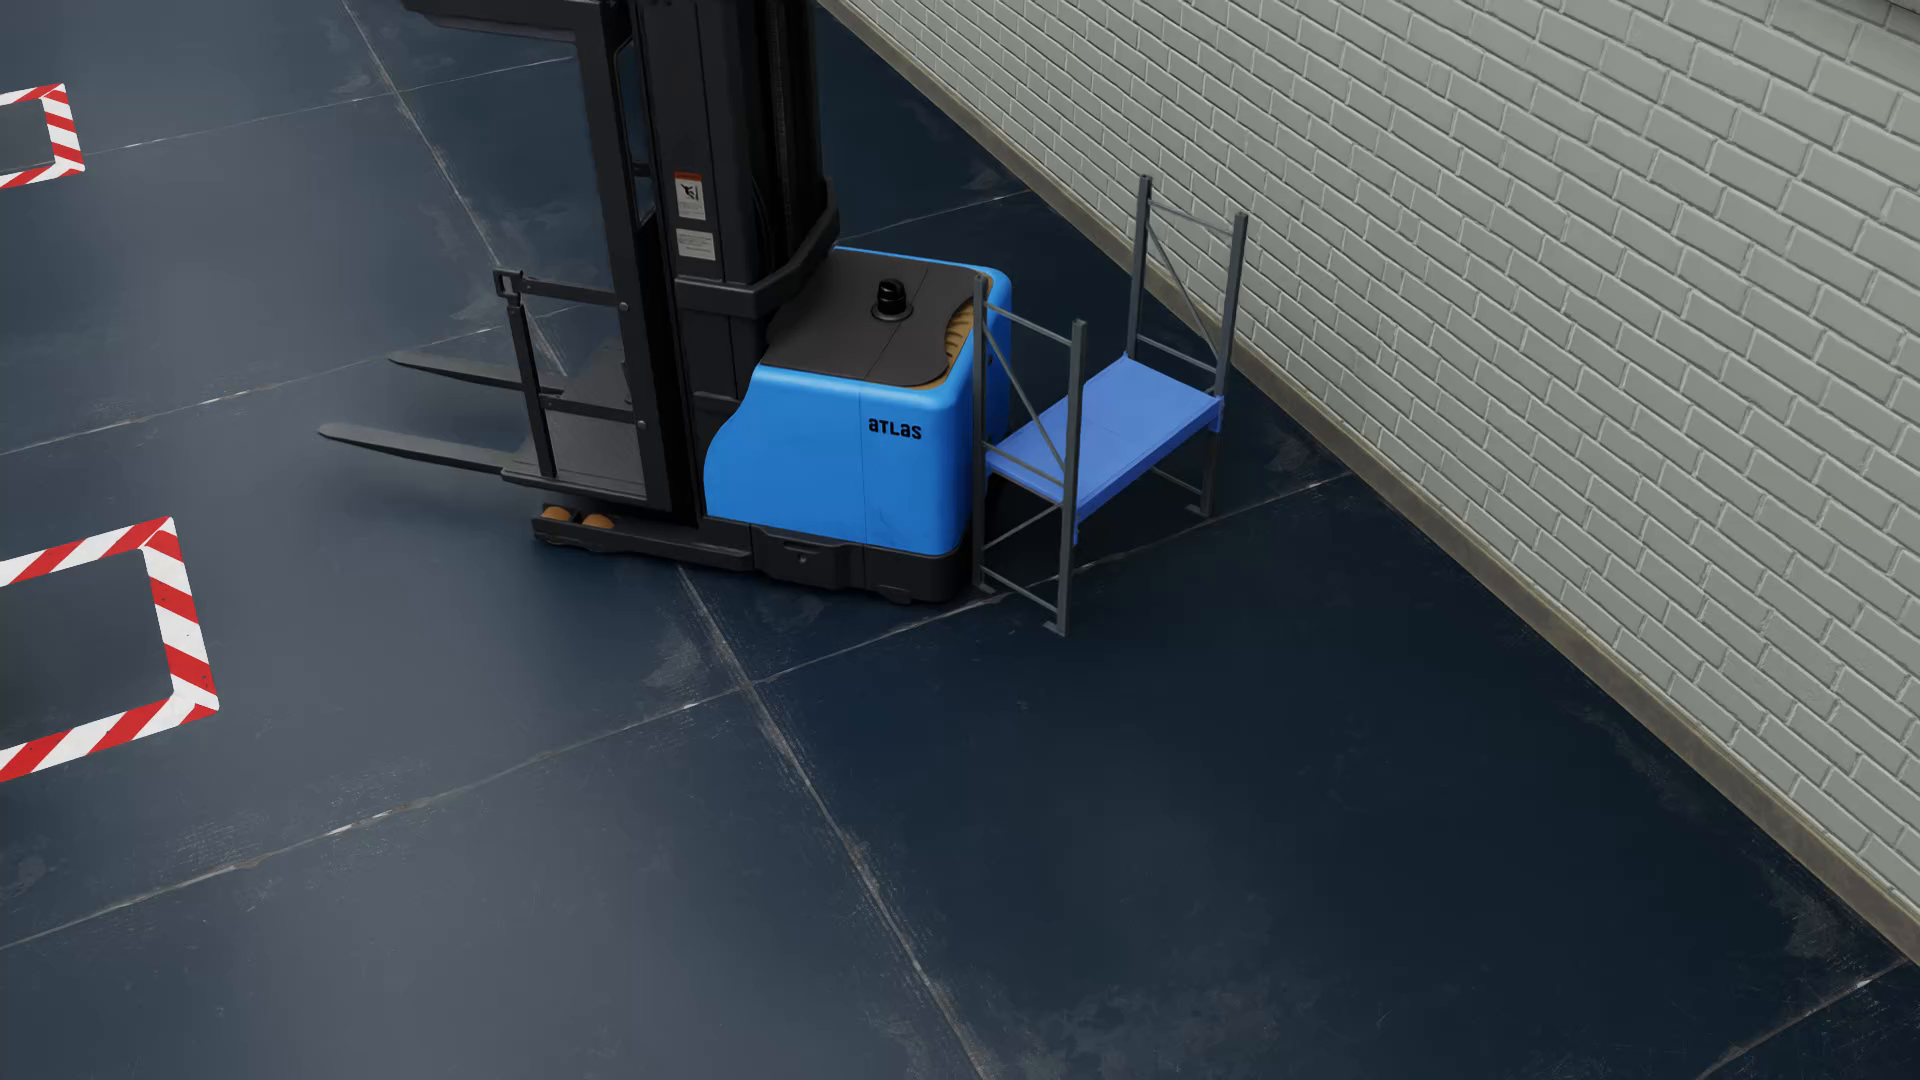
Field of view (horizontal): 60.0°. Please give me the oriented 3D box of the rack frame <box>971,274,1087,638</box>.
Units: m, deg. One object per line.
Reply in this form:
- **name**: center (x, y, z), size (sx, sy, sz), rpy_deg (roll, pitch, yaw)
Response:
- **rack frame**: center (0.247, -0.288, 6.429), size (0.500, 1.500, 0.032), rpy_deg (29, 48, 30)

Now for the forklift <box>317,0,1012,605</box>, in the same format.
- **forklift**: center (-1.346, -1.381, 6.613), size (3.031, 2.935, 1.130), rpy_deg (10, 41, 12)

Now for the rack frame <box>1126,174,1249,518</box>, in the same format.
- **rack frame**: center (0.916, -0.783, 7.014), size (0.500, 1.500, 0.032), rpy_deg (29, 48, 30)

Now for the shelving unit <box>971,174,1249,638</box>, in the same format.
- **shelving unit**: center (0.582, -0.535, 6.721), size (0.538, 1.500, 1.048), rpy_deg (29, 48, 30)

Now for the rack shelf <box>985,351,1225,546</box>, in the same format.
- **rack shelf**: center (0.582, -0.398, 6.838), size (0.538, 0.185, 1.000), rpy_deg (29, 48, 30)
